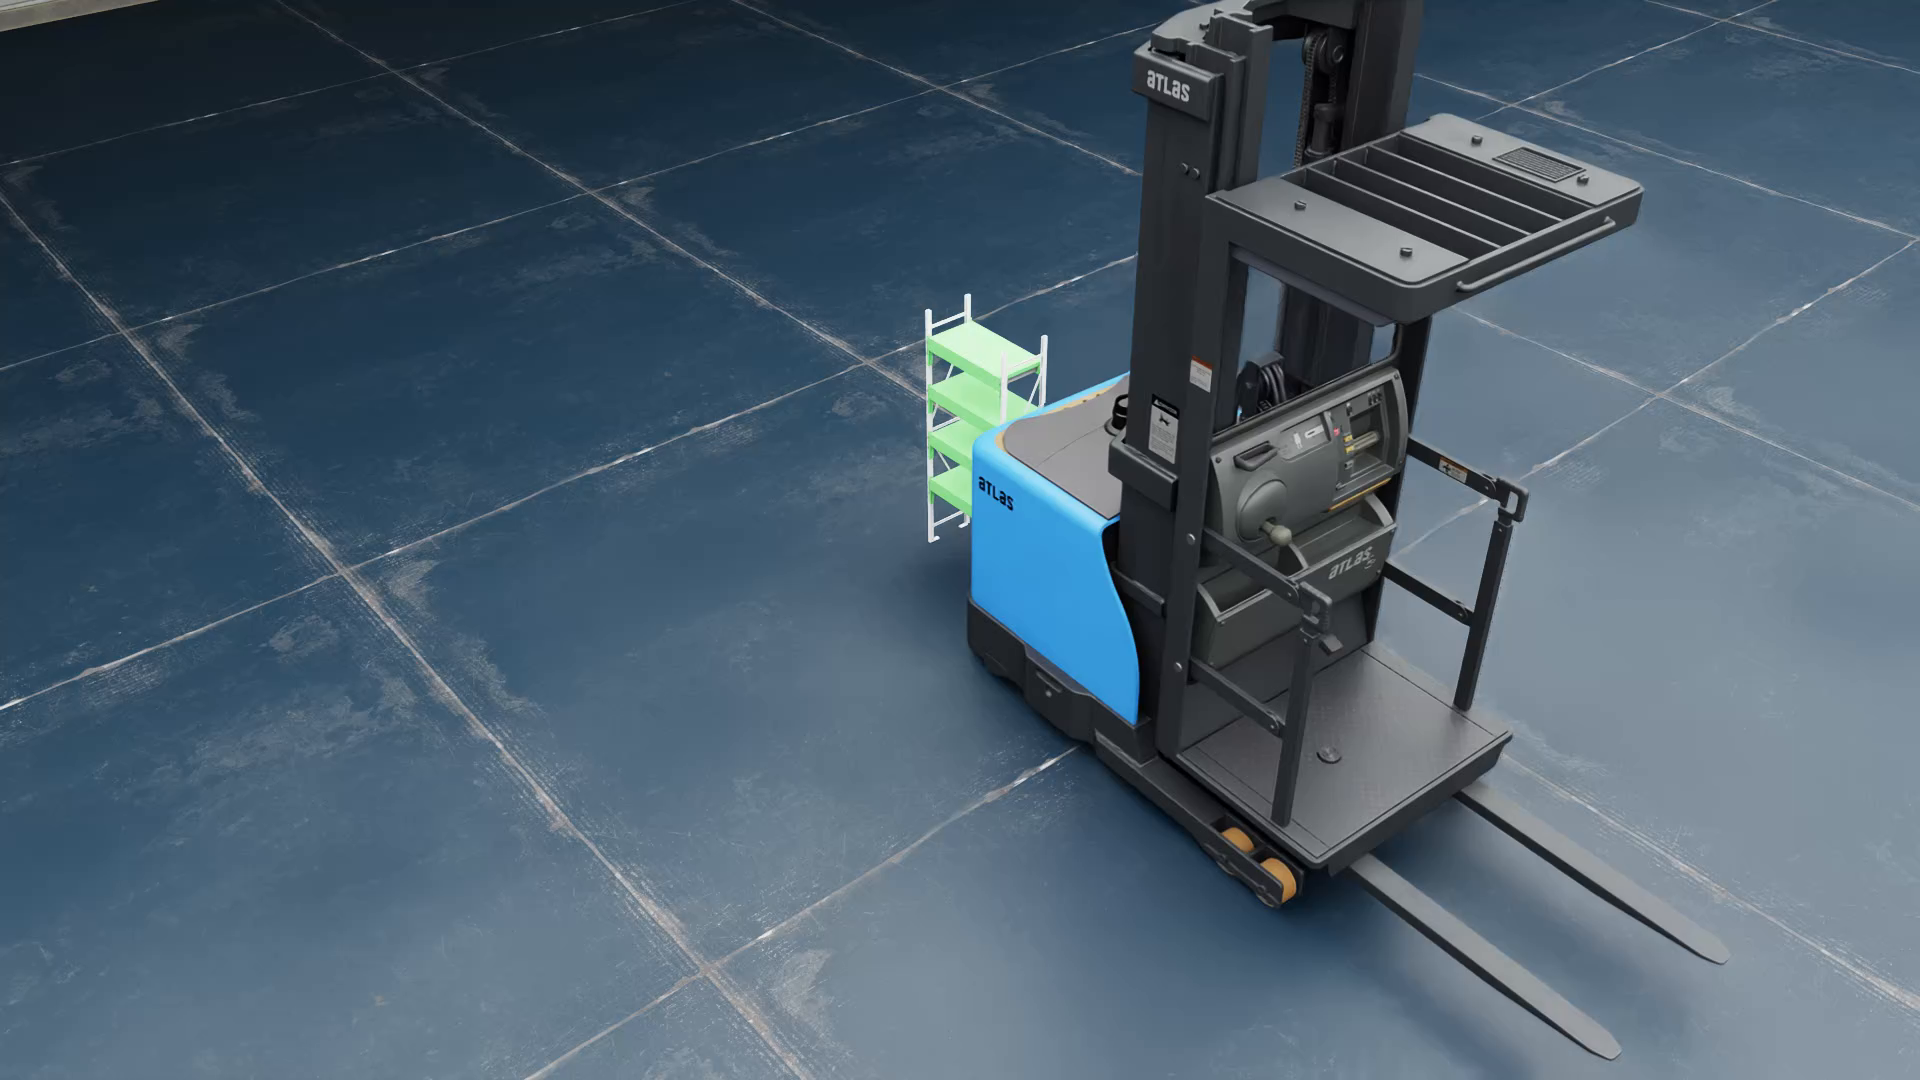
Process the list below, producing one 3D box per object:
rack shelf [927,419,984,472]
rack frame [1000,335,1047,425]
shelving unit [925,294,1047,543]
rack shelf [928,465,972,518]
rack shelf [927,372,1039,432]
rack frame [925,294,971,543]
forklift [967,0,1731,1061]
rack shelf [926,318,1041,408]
[{"bbox_3d":[0.107,-0.364,7.337,0.258,0.148,0.480,-26,43,-32],"label":"rack shelf"},{"bbox_3d":[0.264,-0.309,7.148,0.240,1.200,0.015,-26,43,-32],"label":"rack frame"},{"bbox_3d":[0.107,-0.417,7.300,0.258,1.200,0.503,-26,43,-32],"label":"shelving unit"},{"bbox_3d":[0.107,-0.169,7.476,0.258,0.148,0.480,-26,43,-32],"label":"rack shelf"},{"bbox_3d":[0.107,-0.560,7.198,0.258,0.148,0.480,-26,43,-32],"label":"rack shelf"},{"bbox_3d":[-0.051,-0.524,7.452,0.240,1.200,0.015,-26,43,-32],"label":"rack frame"},{"bbox_3d":[1.332,-0.223,5.529,1.130,2.935,3.031,-24,42,-30],"label":"forklift"},{"bbox_3d":[0.107,-0.756,7.060,0.258,0.148,0.480,-26,43,-32],"label":"rack shelf"}]
